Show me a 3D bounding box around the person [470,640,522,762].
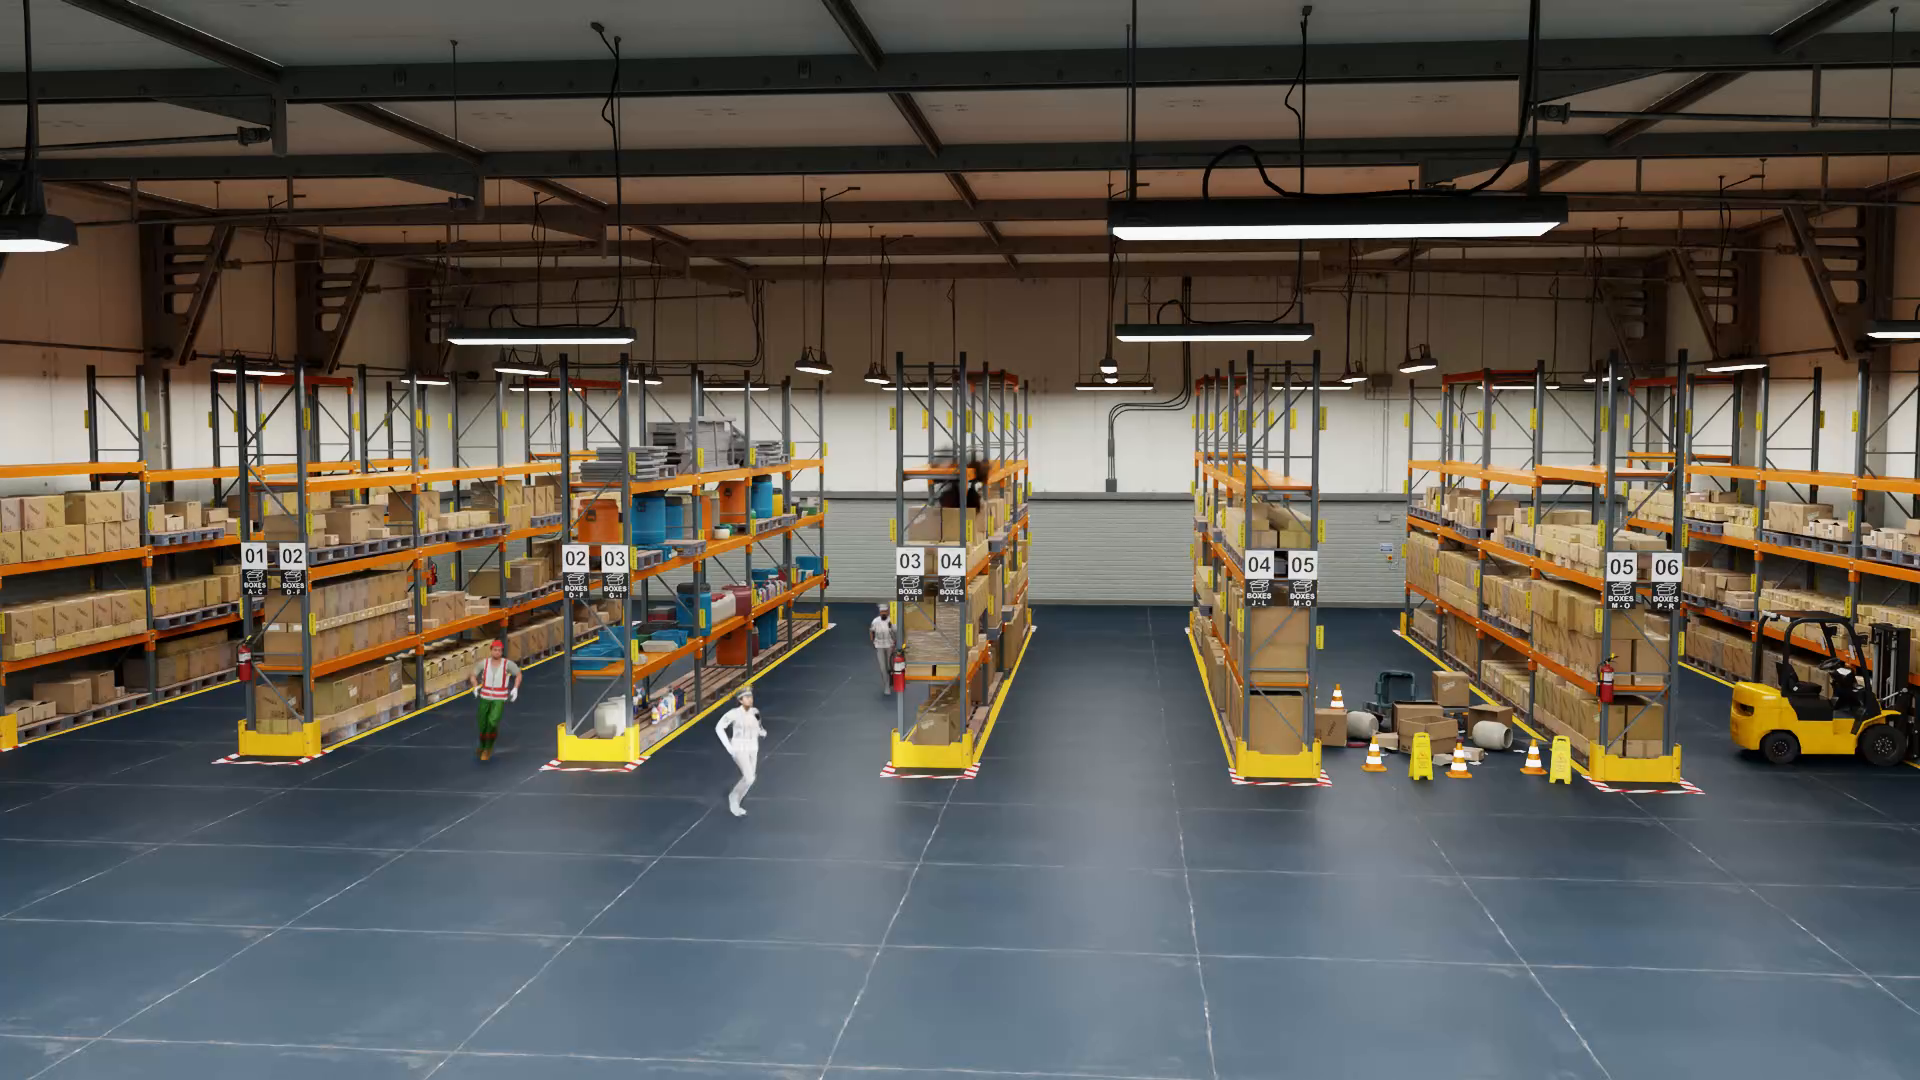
[{"bbox_3d":[-6.919,2.378,24.701,0.718,1.786,0.668,0,4,-2],"label":"person"}]

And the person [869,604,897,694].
[{"bbox_3d":[-1.394,1.994,30.867,0.599,1.673,0.697,0,4,3],"label":"person"}]

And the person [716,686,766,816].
[{"bbox_3d":[-2.708,2.672,21.035,0.603,1.659,0.612,4,6,43],"label":"person"}]
